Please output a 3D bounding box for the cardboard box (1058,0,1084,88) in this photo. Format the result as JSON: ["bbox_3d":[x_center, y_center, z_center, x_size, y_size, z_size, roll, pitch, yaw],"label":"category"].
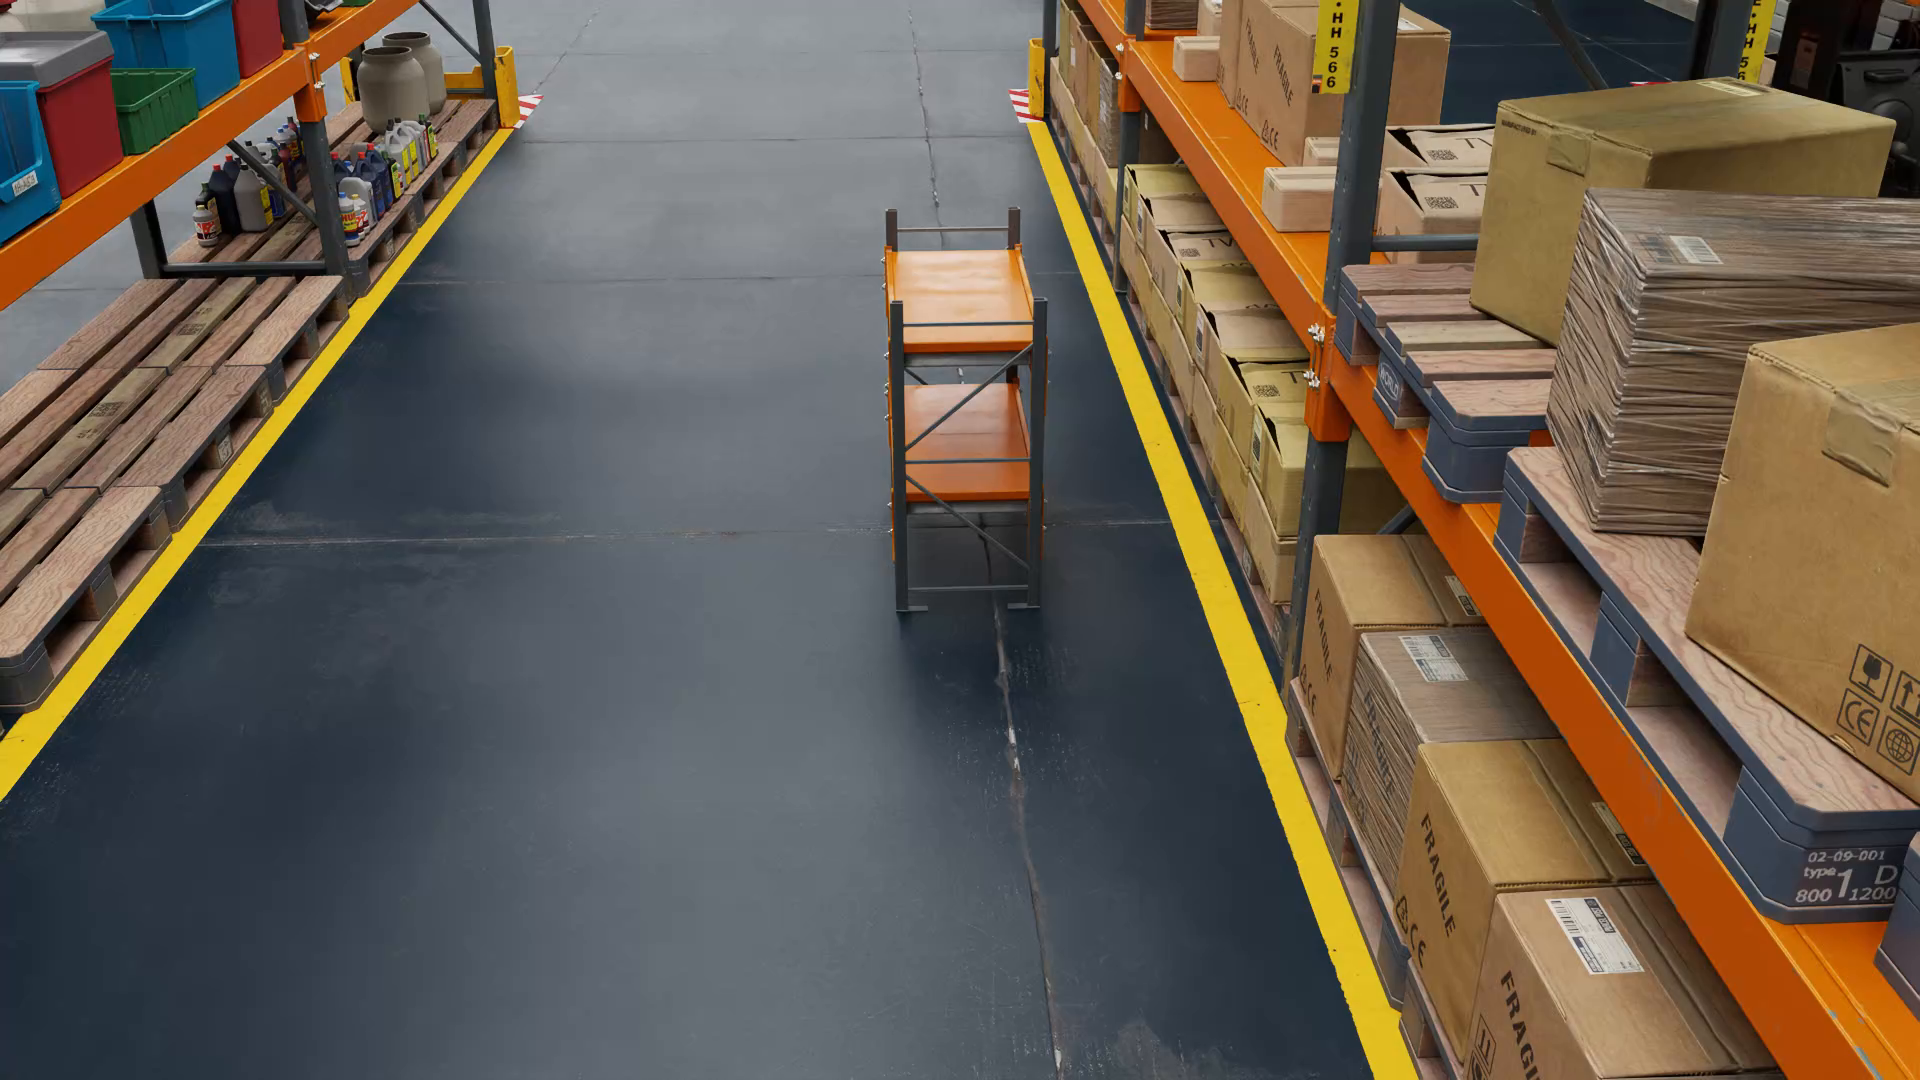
[{"bbox_3d":[0.936,-3.322,11.084,0.500,0.500,0.500,-1,28,-3],"label":"cardboard box"}]

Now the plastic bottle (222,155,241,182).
[{"bbox_3d":[-3.967,-1.941,9.116,0.144,0.351,0.185,-3,28,-5],"label":"plastic bottle"}]

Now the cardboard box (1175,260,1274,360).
[{"bbox_3d":[1.166,-0.968,6.775,0.500,0.311,0.500,-1,28,-1],"label":"cardboard box"}]

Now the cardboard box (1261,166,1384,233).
[{"bbox_3d":[1.197,-1.109,5.404,0.380,0.149,0.250,-1,28,-3],"label":"cardboard box"}]

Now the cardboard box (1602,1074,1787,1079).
[{"bbox_3d":[1.374,1.268,2.803,0.500,0.500,0.500,-1,28,-2],"label":"cardboard box"}]

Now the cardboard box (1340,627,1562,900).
[{"bbox_3d":[1.291,0.560,4.159,0.500,0.500,0.500,-2,28,-5],"label":"cardboard box"}]

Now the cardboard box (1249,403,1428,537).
[{"bbox_3d":[1.247,-0.263,5.424,0.500,0.311,0.500,-1,28,-1],"label":"cardboard box"}]

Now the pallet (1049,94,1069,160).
[{"bbox_3d":[1.184,-2.918,11.616,1.003,0.211,1.213,-1,28,-3],"label":"pallet"}]

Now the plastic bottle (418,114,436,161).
[{"bbox_3d":[-3.286,-2.488,10.238,0.061,0.283,0.133,-1,28,-1],"label":"plastic bottle"}]

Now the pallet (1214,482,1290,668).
[{"bbox_3d":[1.516,0.044,5.938,1.003,0.211,1.213,-1,28,-3],"label":"pallet"}]

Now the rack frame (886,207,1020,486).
[{"bbox_3d":[-0.026,-0.730,6.434,0.500,1.125,0.032,-1,28,-3],"label":"rack frame"}]

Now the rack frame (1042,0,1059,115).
[{"bbox_3d":[1.102,-4.506,11.646,1.000,3.000,0.127,-1,28,-3],"label":"rack frame"}]

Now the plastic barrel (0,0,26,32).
[{"bbox_3d":[-3.766,-1.815,6.340,0.433,0.535,0.433,0,28,0],"label":"plastic barrel"}]

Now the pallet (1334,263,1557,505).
[{"bbox_3d":[1.626,-0.415,4.010,1.213,0.211,1.003,-1,28,-3],"label":"pallet"}]

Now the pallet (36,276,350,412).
[{"bbox_3d":[-3.556,-0.943,7.830,1.003,0.211,1.213,-1,28,-3],"label":"pallet"}]

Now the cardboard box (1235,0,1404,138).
[{"bbox_3d":[1.389,-1.874,6.491,0.500,0.500,0.500,-1,28,-3],"label":"cardboard box"}]

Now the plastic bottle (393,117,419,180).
[{"bbox_3d":[-3.305,-2.314,9.831,0.144,0.351,0.185,0,28,-1],"label":"plastic bottle"}]

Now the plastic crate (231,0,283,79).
[{"bbox_3d":[-3.305,-2.353,7.449,0.402,0.464,0.583,-1,28,-3],"label":"plastic crate"}]

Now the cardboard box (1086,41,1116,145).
[{"bbox_3d":[1.024,-2.629,9.756,0.500,0.500,0.500,-1,28,-3],"label":"cardboard box"}]

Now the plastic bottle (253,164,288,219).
[{"bbox_3d":[-3.820,-1.923,9.162,0.152,0.276,0.135,-1,28,-3],"label":"plastic bottle"}]

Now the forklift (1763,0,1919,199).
[{"bbox_3d":[3.813,-1.605,6.158,1.130,2.935,3.031,-5,28,-9],"label":"forklift"}]

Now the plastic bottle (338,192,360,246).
[{"bbox_3d":[-3.214,-1.684,8.710,0.097,0.271,0.097,0,28,0],"label":"plastic bottle"}]

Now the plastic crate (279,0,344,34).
[{"bbox_3d":[-3.536,-2.758,8.362,0.767,0.338,0.504,-1,28,-3],"label":"plastic crate"}]

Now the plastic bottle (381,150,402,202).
[{"bbox_3d":[-3.240,-2.079,9.454,0.061,0.283,0.133,0,28,0],"label":"plastic bottle"}]

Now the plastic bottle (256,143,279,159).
[{"bbox_3d":[-3.988,-2.132,9.563,0.152,0.276,0.135,-1,28,-2],"label":"plastic bottle"}]

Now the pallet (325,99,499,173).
[{"bbox_3d":[-3.756,-2.743,11.280,1.003,0.211,1.213,-1,28,-3],"label":"pallet"}]

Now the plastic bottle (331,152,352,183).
[{"bbox_3d":[-3.407,-1.941,9.117,0.144,0.351,0.185,-1,28,-3],"label":"plastic bottle"}]

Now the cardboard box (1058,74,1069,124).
[{"bbox_3d":[0.938,-2.989,11.257,0.500,0.250,0.500,-1,28,-3],"label":"cardboard box"}]

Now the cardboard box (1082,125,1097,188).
[{"bbox_3d":[1.012,-2.297,9.929,0.500,0.250,0.500,-1,28,-3],"label":"cardboard box"}]

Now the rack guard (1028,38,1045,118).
[{"bbox_3d":[1.101,-3.409,12.246,1.175,0.500,0.348,-1,28,-3],"label":"rack guard"}]

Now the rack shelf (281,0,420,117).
[{"bbox_3d":[-3.740,-3.146,9.816,1.077,0.370,4.000,-1,28,-3],"label":"rack shelf"}]

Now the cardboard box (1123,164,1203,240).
[{"bbox_3d":[1.084,-1.678,8.136,0.500,0.311,0.500,-1,28,-2],"label":"cardboard box"}]

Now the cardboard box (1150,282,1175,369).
[{"bbox_3d":[1.140,-0.959,7.363,0.500,0.250,0.500,-2,28,-4],"label":"cardboard box"}]

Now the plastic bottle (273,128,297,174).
[{"bbox_3d":[-4.038,-2.324,9.938,0.097,0.271,0.097,0,28,0],"label":"plastic bottle"}]

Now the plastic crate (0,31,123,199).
[{"bbox_3d":[-3.205,-1.476,5.767,0.402,0.464,0.583,-1,28,-3],"label":"plastic crate"}]

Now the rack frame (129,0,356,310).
[{"bbox_3d":[-3.636,-2.541,7.878,1.000,3.000,0.127,-1,28,-3],"label":"rack frame"}]

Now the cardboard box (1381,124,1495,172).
[{"bbox_3d":[1.667,-1.190,5.384,0.500,0.311,0.500,-2,28,-3],"label":"cardboard box"}]

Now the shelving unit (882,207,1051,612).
[{"bbox_3d":[0.000,-0.496,5.984,0.538,1.125,1.048,-1,28,-3],"label":"shelving unit"}]

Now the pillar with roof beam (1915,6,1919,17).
[{"bbox_3d":[2.650,-6.881,9.712,9.100,9.000,0.400,-1,28,-3],"label":"pillar with roof beam"}]

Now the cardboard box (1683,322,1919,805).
[{"bbox_3d":[1.575,-0.009,2.462,0.700,0.500,0.500,-8,29,-16],"label":"cardboard box"}]

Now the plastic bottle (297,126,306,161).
[{"bbox_3d":[-4.056,-2.450,10.254,0.097,0.201,0.097,0,28,0],"label":"plastic bottle"}]

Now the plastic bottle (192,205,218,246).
[{"bbox_3d":[-3.966,-1.655,8.731,0.097,0.201,0.097,0,28,0],"label":"plastic bottle"}]

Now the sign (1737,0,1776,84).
[{"bbox_3d":[2.062,-1.307,4.347,0.100,0.325,0.005,-1,28,-3],"label":"sign"}]

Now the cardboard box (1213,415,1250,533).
[{"bbox_3d":[1.219,-0.254,6.012,0.500,0.250,0.500,-2,28,-3],"label":"cardboard box"}]

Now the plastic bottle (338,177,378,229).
[{"bbox_3d":[-3.259,-1.835,8.994,0.152,0.276,0.135,0,28,-1],"label":"plastic bottle"}]
